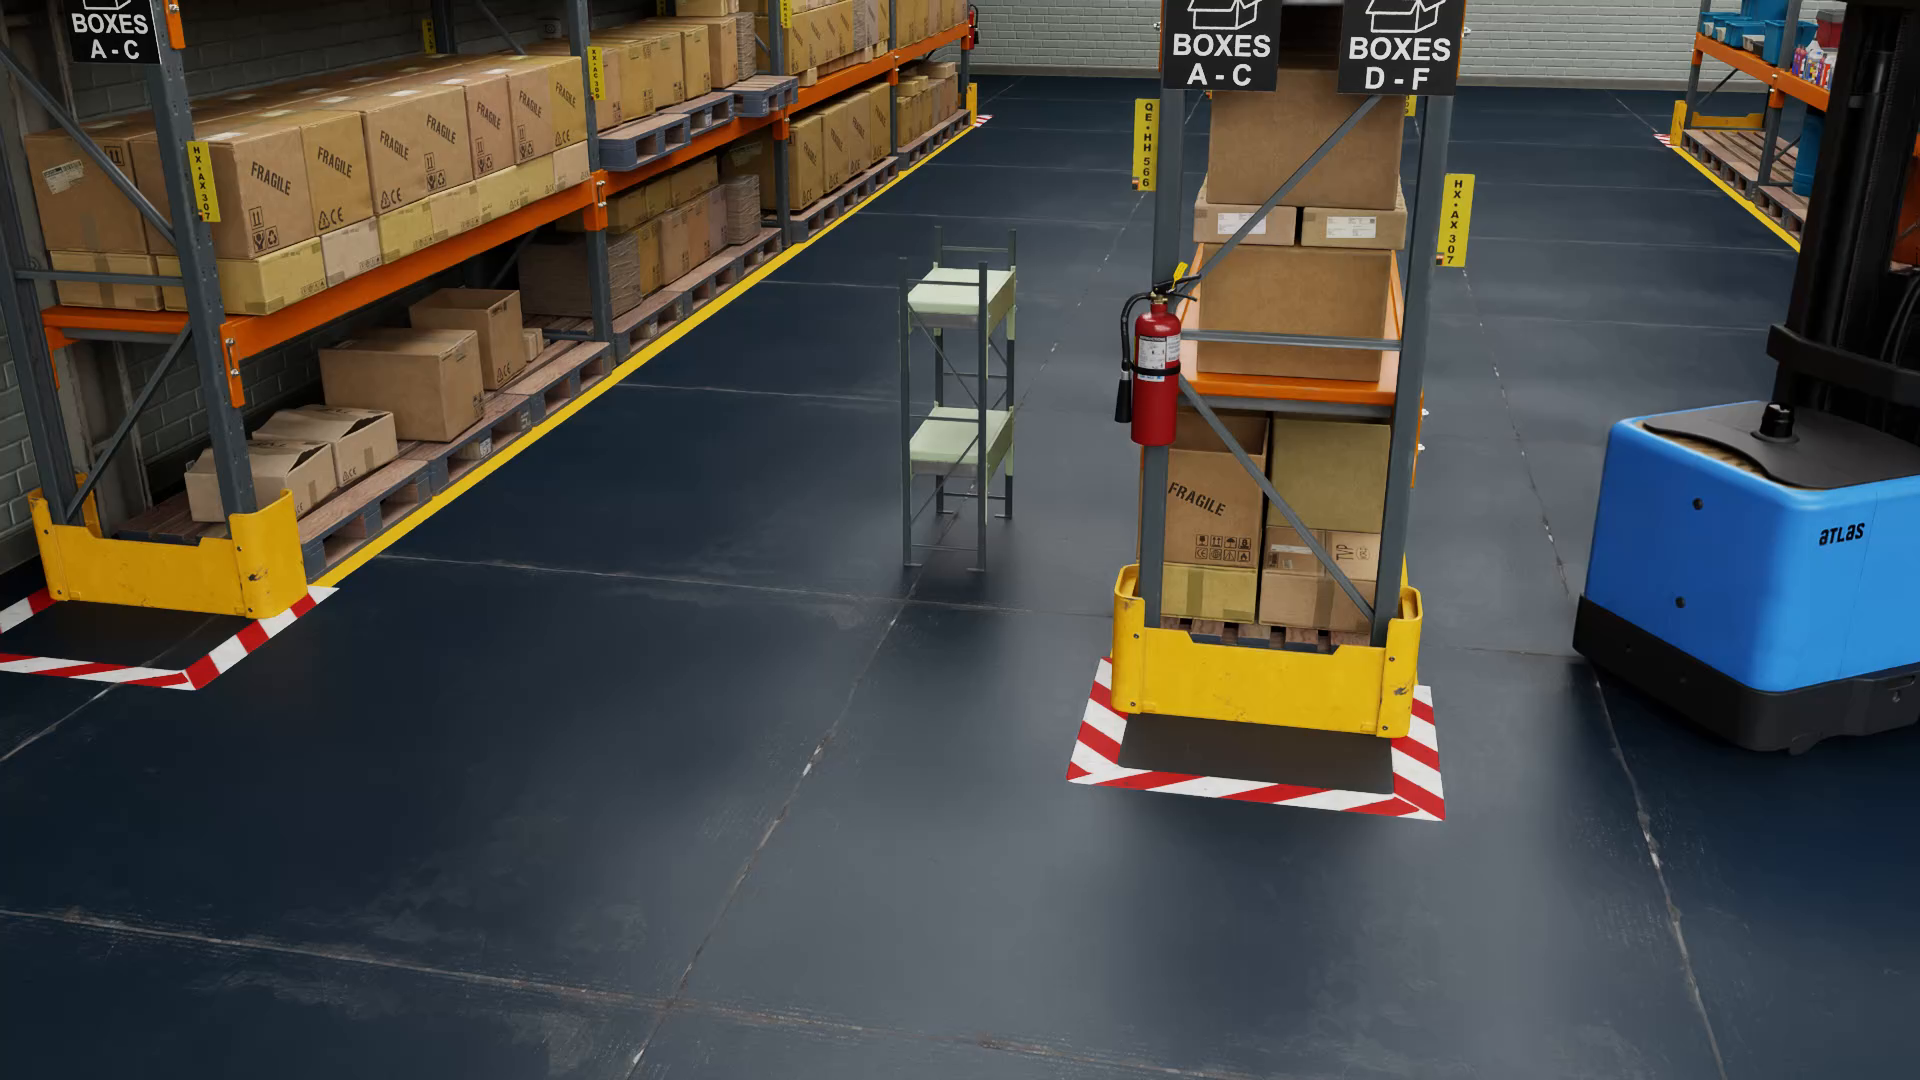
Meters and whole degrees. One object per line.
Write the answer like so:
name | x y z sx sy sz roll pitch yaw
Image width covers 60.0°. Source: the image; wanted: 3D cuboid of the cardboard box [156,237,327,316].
cardboard box | -3.232 -1.205 7.505 0.500 0.250 0.500 4 22 9

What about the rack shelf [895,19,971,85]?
rack shelf | -0.786 -5.898 19.946 1.077 0.370 4.000 4 22 11

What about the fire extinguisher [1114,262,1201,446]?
fire extinguisher | 0.729 -0.691 6.159 0.296 0.674 0.183 4 22 11

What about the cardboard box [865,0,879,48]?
cardboard box | -1.136 -5.318 16.985 0.500 0.500 0.500 5 22 11

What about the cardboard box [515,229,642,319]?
cardboard box | -2.693 -1.889 11.787 0.700 0.500 0.500 5 23 13

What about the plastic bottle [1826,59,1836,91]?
plastic bottle | 7.801 -4.124 14.743 0.152 0.276 0.135 4 22 11

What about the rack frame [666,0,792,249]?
rack frame | -2.010 -4.037 14.363 1.000 3.000 0.127 4 22 11

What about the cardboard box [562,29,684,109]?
cardboard box | -2.465 -3.455 12.195 0.700 0.500 0.500 8 23 18

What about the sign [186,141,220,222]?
sign | -3.112 -1.472 6.834 0.100 0.325 0.005 4 22 11

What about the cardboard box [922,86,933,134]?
cardboard box | -0.729 -5.172 19.965 0.700 0.500 0.500 5 22 12

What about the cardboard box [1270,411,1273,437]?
cardboard box | 1.525 -0.788 9.415 0.500 0.250 0.500 4 22 11

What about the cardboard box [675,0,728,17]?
cardboard box | -2.103 -4.341 13.527 0.380 0.149 0.250 1 22 2

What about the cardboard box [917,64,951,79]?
cardboard box | -0.322 -5.881 20.857 0.380 0.149 0.250 5 22 12

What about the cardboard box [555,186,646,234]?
cardboard box | -2.606 -2.399 12.047 0.500 0.250 0.500 4 22 10

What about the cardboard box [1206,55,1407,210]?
cardboard box | 1.326 -1.572 6.372 0.700 0.500 0.500 5 22 11

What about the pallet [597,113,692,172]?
pallet | -2.528 -2.754 11.433 1.003 0.211 1.213 4 22 11

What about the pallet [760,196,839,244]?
pallet | -1.776 -3.026 15.585 1.003 0.211 1.213 4 22 11

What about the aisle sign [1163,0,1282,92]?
aisle sign | 0.906 -1.939 5.674 0.394 0.787 0.004 4 22 11

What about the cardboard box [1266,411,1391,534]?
cardboard box | 1.635 -0.365 7.358 0.500 0.500 0.500 4 22 11

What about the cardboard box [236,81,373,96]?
cardboard box | -3.438 -2.145 8.833 0.500 0.500 0.500 5 22 12

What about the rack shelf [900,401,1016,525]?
rack shelf | -0.001 -0.391 8.189 0.431 0.370 0.720 4 22 11

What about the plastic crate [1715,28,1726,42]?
plastic crate | 8.663 -5.689 18.737 0.250 0.136 0.298 4 22 11

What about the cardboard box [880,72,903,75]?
cardboard box | -0.902 -5.540 20.010 0.380 0.149 0.250 4 22 10

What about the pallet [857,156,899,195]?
pallet | -1.278 -3.919 17.801 1.003 0.211 1.213 4 22 11

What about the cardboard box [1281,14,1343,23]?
cardboard box | 1.735 -2.315 8.217 0.700 0.500 0.500 4 22 11

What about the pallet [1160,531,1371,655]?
pallet | 1.322 0.275 7.387 1.003 0.211 1.213 4 22 11

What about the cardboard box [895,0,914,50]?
cardboard box | -1.068 -5.836 18.429 0.980 0.700 0.700 5 22 12

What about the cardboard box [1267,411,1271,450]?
cardboard box | 1.319 -0.771 8.367 0.500 0.500 0.500 4 22 11

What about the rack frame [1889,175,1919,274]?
rack frame | 7.688 -3.282 12.488 1.000 3.000 0.127 4 22 11

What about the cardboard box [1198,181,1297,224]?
cardboard box | 1.151 -1.333 6.645 0.380 0.149 0.250 5 22 12

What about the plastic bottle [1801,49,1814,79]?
plastic bottle | 7.959 -4.456 15.574 0.097 0.271 0.097 0 22 0

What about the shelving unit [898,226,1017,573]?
shelving unit | -0.001 -0.693 8.067 0.431 1.500 0.755 4 22 11

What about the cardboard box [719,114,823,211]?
cardboard box | -1.732 -3.494 15.329 0.750 0.750 0.750 4 22 10

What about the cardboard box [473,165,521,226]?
cardboard box | -2.824 -1.951 9.357 0.500 0.250 0.500 4 22 11

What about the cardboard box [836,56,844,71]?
cardboard box | -1.354 -4.690 16.293 0.380 0.149 0.250 5 23 13

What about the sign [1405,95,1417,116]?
sign | 2.567 -2.595 9.516 0.100 0.325 0.005 4 22 11

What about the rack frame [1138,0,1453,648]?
rack frame | 1.207 -0.735 6.164 1.000 3.000 0.127 4 22 11

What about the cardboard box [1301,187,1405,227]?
cardboard box | 1.550 -1.306 6.580 0.380 0.149 0.250 4 22 10

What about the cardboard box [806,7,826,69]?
cardboard box | -1.545 -4.580 15.151 0.500 0.500 0.500 5 23 13

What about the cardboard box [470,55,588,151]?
cardboard box | -2.620 -2.665 10.127 0.500 0.500 0.500 4 22 11

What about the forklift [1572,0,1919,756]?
forklift | 4.160 -0.882 6.620 3.031 2.935 1.130 -8 23 -20

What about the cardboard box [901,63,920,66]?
cardboard box | -0.696 -5.911 20.931 0.380 0.149 0.250 5 22 11

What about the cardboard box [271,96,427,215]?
cardboard box | -3.029 -1.919 8.274 0.500 0.500 0.500 4 22 9

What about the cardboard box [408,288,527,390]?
cardboard box | -2.999 -1.236 10.165 0.500 0.500 0.500 3 22 7

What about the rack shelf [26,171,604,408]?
rack shelf | -3.235 -1.509 9.049 1.077 0.370 4.000 4 22 11

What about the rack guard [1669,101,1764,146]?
rack guard | 9.313 -5.058 20.243 1.175 0.500 0.348 4 22 11

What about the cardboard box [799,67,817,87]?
cardboard box | -1.519 -4.215 15.114 0.380 0.149 0.250 5 23 13

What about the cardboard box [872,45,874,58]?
cardboard box | -1.111 -5.062 17.217 0.380 0.149 0.250 5 23 13

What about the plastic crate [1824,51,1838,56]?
plastic crate | 8.739 -4.810 16.554 0.396 0.136 0.243 4 22 11

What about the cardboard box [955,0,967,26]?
cardboard box | -0.472 -6.915 21.106 0.980 0.700 0.700 5 23 13

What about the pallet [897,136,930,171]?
pallet | -0.962 -4.479 19.192 1.003 0.211 1.213 4 22 11

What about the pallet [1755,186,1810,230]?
pallet | 8.306 -3.172 15.948 1.003 0.211 1.213 4 22 11

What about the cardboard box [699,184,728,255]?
cardboard box | -2.325 -2.635 13.638 0.700 0.500 0.500 4 22 11

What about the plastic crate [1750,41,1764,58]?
plastic crate | 8.470 -5.075 17.227 0.437 0.125 0.590 4 22 11

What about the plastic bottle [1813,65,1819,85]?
plastic bottle | 7.872 -4.267 15.200 0.097 0.201 0.097 0 22 0

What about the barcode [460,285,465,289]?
barcode | -3.172 -1.588 10.611 0.001 0.075 0.075 4 22 11

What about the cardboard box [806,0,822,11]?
cardboard box | -1.556 -4.922 14.996 0.500 0.250 0.500 4 22 10
